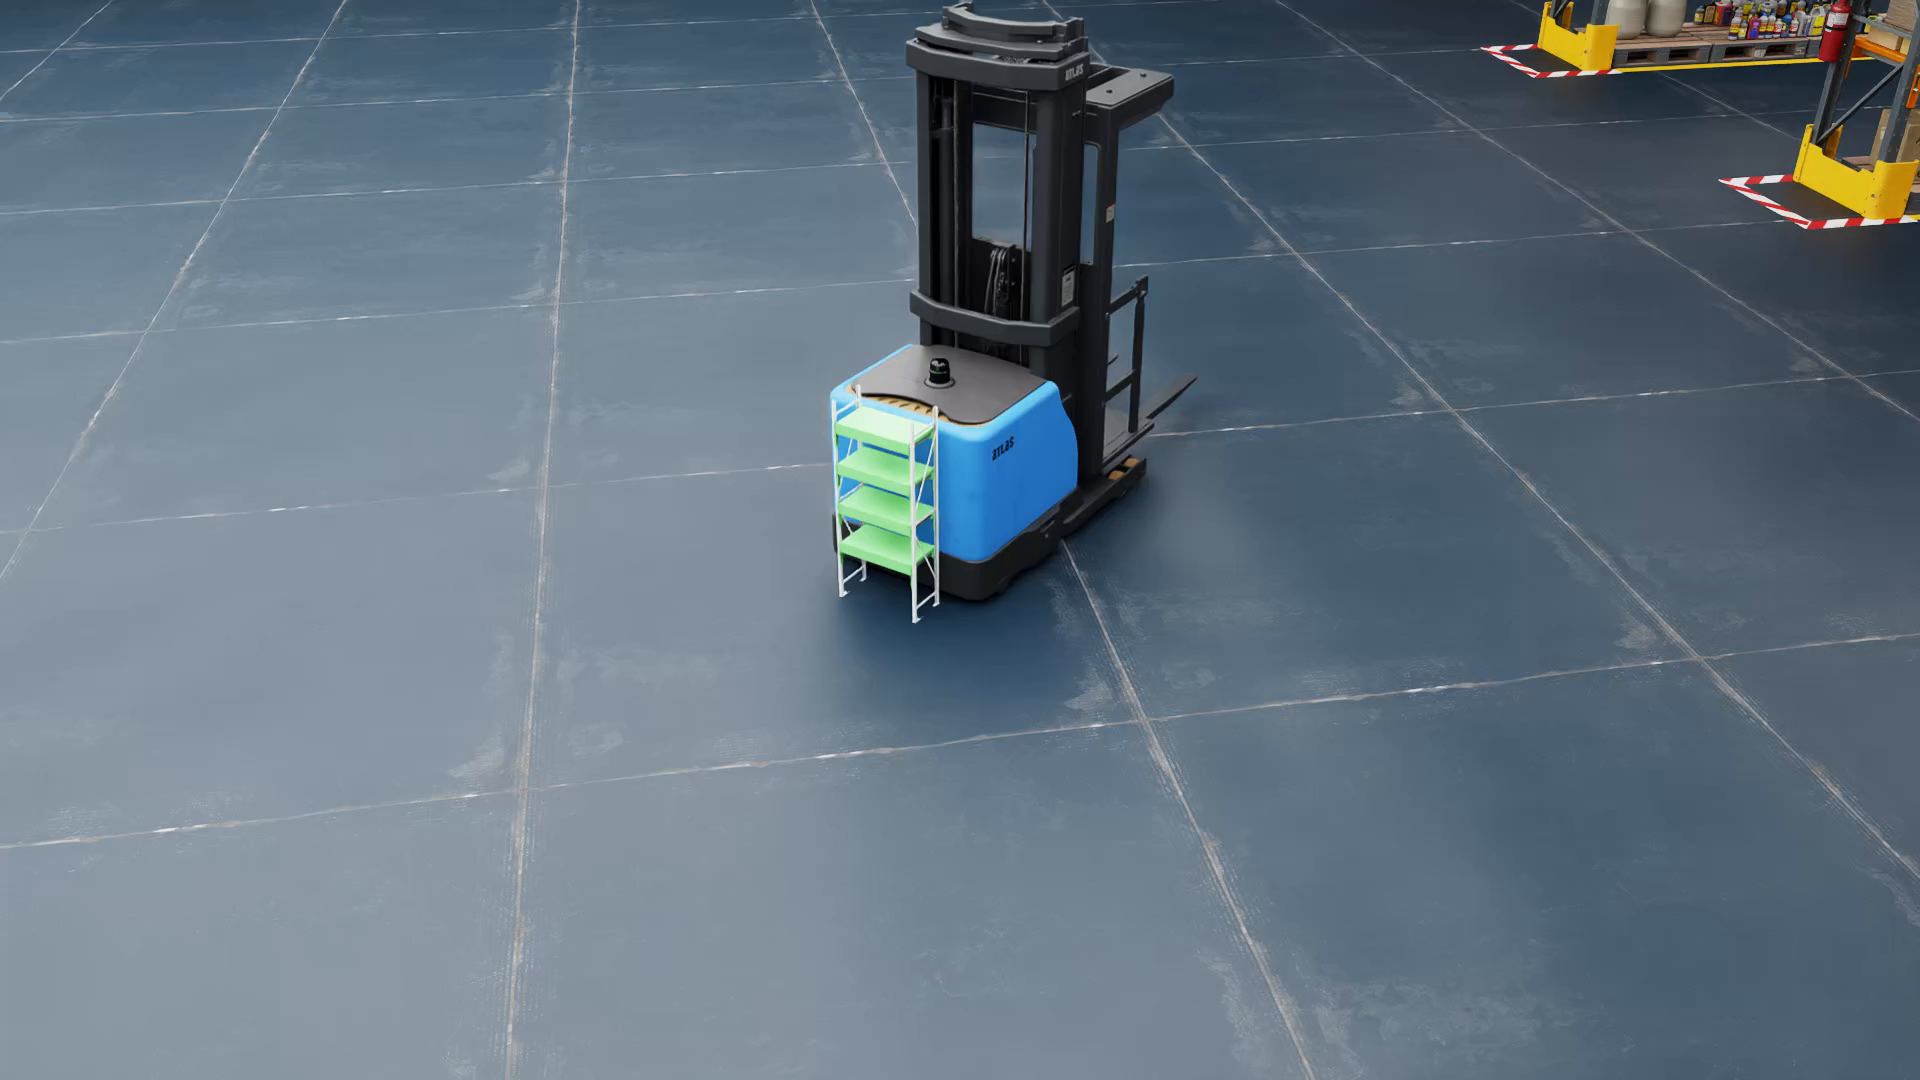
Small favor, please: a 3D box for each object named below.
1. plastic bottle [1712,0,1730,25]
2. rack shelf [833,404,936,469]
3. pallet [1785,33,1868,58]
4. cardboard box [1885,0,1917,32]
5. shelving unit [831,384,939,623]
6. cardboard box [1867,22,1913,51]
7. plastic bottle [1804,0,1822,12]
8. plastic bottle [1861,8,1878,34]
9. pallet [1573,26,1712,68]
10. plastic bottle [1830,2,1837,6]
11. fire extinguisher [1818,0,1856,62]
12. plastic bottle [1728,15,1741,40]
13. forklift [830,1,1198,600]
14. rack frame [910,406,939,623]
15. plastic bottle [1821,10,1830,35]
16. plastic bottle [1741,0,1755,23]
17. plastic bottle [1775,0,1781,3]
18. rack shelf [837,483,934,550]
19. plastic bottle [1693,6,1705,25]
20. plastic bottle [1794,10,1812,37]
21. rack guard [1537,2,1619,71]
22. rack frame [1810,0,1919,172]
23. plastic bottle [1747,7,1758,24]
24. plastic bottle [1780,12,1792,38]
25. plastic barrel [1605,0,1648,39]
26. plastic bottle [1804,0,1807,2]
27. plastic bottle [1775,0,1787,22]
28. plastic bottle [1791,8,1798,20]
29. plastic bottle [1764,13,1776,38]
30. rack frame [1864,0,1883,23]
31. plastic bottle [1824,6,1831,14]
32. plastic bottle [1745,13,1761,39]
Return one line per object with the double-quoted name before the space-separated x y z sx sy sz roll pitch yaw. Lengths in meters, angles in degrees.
"plastic bottle" 9.012 -6.260 19.691 0.135 0.276 0.152 -5 31 -9
"rack shelf" -0.390 -0.544 8.670 0.480 0.148 0.258 18 35 28
"pallet" 10.298 -5.972 19.698 1.213 0.211 1.003 -5 31 -9
"cardboard box" 8.469 -4.588 14.201 0.500 0.500 0.875 -5 31 -9
"shelving unit" -0.390 -0.185 8.881 0.503 1.200 0.258 18 35 28
"cardboard box" 8.167 -4.400 14.522 0.250 0.149 0.380 -5 31 -9
"plastic bottle" 10.123 -6.324 19.724 0.185 0.351 0.144 -5 31 -9
"plastic bottle" 10.552 -6.025 19.283 0.133 0.283 0.061 -4 31 -6
"pallet" 7.898 -5.749 19.319 1.213 0.211 1.003 -5 31 -9
"plastic bottle" 10.474 -6.378 19.964 0.097 0.201 0.097 0 30 0
"fire extinguisher" 7.728 -4.566 14.632 0.183 0.674 0.296 -5 31 -9
"plastic bottle" 8.871 -5.873 19.036 0.097 0.271 0.097 0 30 0
"forklift" 0.499 -1.641 9.650 1.130 2.935 3.031 18 35 28
"rack frame" -0.184 -0.119 8.768 0.015 1.200 0.240 18 35 28
"plastic bottle" 10.043 -5.978 19.202 0.133 0.283 0.061 -3 31 -6
"plastic bottle" 9.310 -6.322 19.722 0.185 0.351 0.144 -4 31 -7
"plastic bottle" 9.742 -6.355 19.844 0.133 0.283 0.061 -4 31 -7
"rack shelf" -0.390 -0.130 8.914 0.480 0.148 0.258 18 35 28
"plastic bottle" 8.759 -6.219 19.694 0.097 0.201 0.097 0 30 0
"plastic bottle" 9.717 -5.968 19.193 0.135 0.276 0.152 -5 31 -8
"rack guard" 7.098 -5.802 19.124 0.348 0.500 1.175 -5 31 -9
"rack frame" 7.923 -4.380 14.239 0.127 3.000 1.000 -5 31 -9
"plastic bottle" 9.375 -6.202 19.665 0.097 0.201 0.097 0 30 0
"plastic bottle" 9.506 -5.932 19.137 0.097 0.271 0.097 0 30 0
"plastic barrel" 7.665 -6.056 19.130 0.421 0.512 0.421 0 30 0
"plastic bottle" 10.097 -6.395 19.847 0.185 0.351 0.144 -4 31 -8
"plastic bottle" 9.774 -6.312 19.783 0.097 0.271 0.097 0 30 0
"plastic bottle" 9.698 -6.024 19.281 0.133 0.283 0.061 -5 31 -9
"plastic bottle" 9.306 -5.913 19.105 0.097 0.271 0.097 0 30 0
"rack frame" 10.966 -7.214 19.060 0.127 3.000 1.000 -5 31 -9
"plastic bottle" 10.144 -6.082 19.386 0.135 0.276 0.152 -5 31 -9
"plastic bottle" 9.097 -5.890 19.053 0.133 0.283 0.061 -5 31 -8
